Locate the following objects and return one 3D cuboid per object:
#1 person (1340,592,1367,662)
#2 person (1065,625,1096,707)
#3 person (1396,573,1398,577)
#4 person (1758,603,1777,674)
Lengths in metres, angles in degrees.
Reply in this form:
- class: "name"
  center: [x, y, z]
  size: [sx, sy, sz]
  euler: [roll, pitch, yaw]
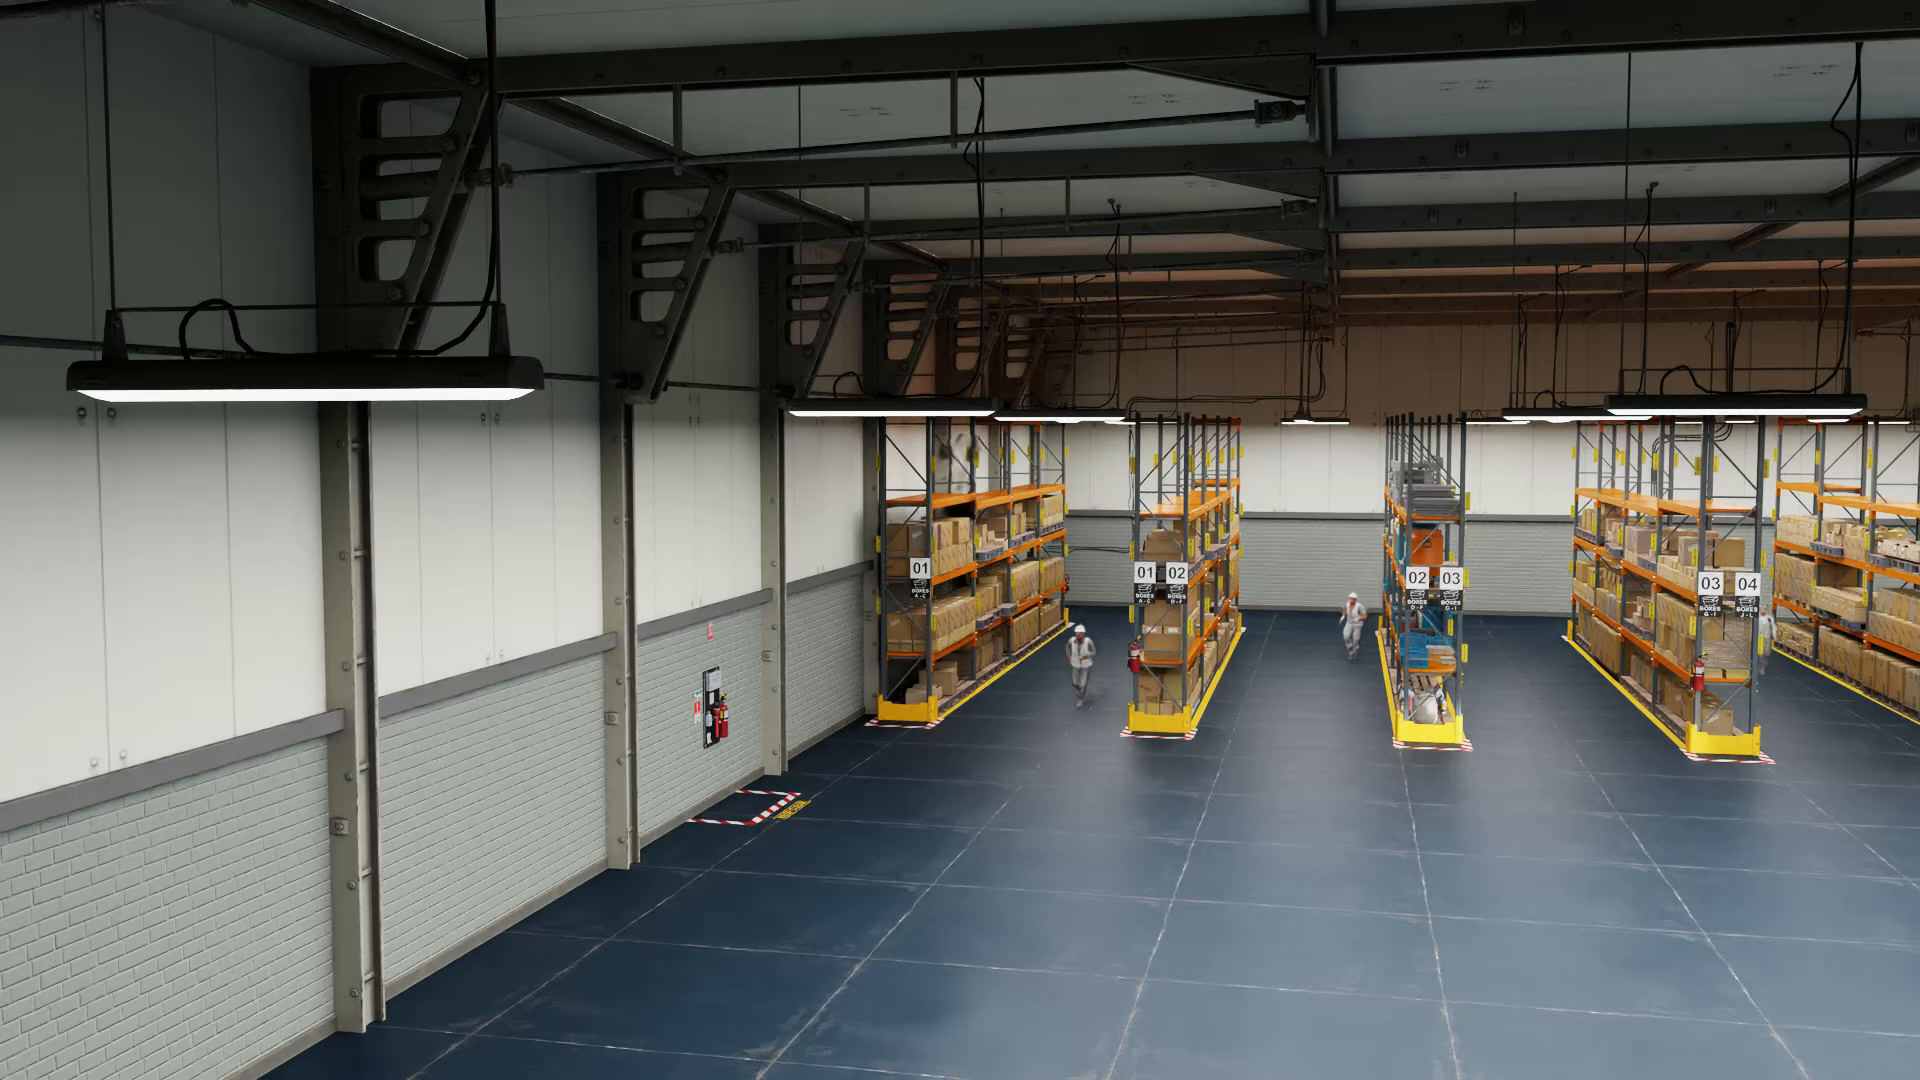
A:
- class: "person"
  center: [9.716, 2.114, 40.966]
  size: [0.740, 1.702, 0.845]
  euler: [2, 5, 31]
- class: "person"
  center: [2.463, 2.581, 34.073]
  size: [0.648, 1.704, 0.723]
  euler: [1, 4, 10]
- class: "person"
  center: [12.408, 1.708, 46.848]
  size: [0.683, 1.673, 0.669]
  euler: [2, 5, 32]
- class: "person"
  center: [18.670, 2.289, 38.716]
  size: [0.567, 1.659, 0.530]
  euler: [1, 4, 16]
